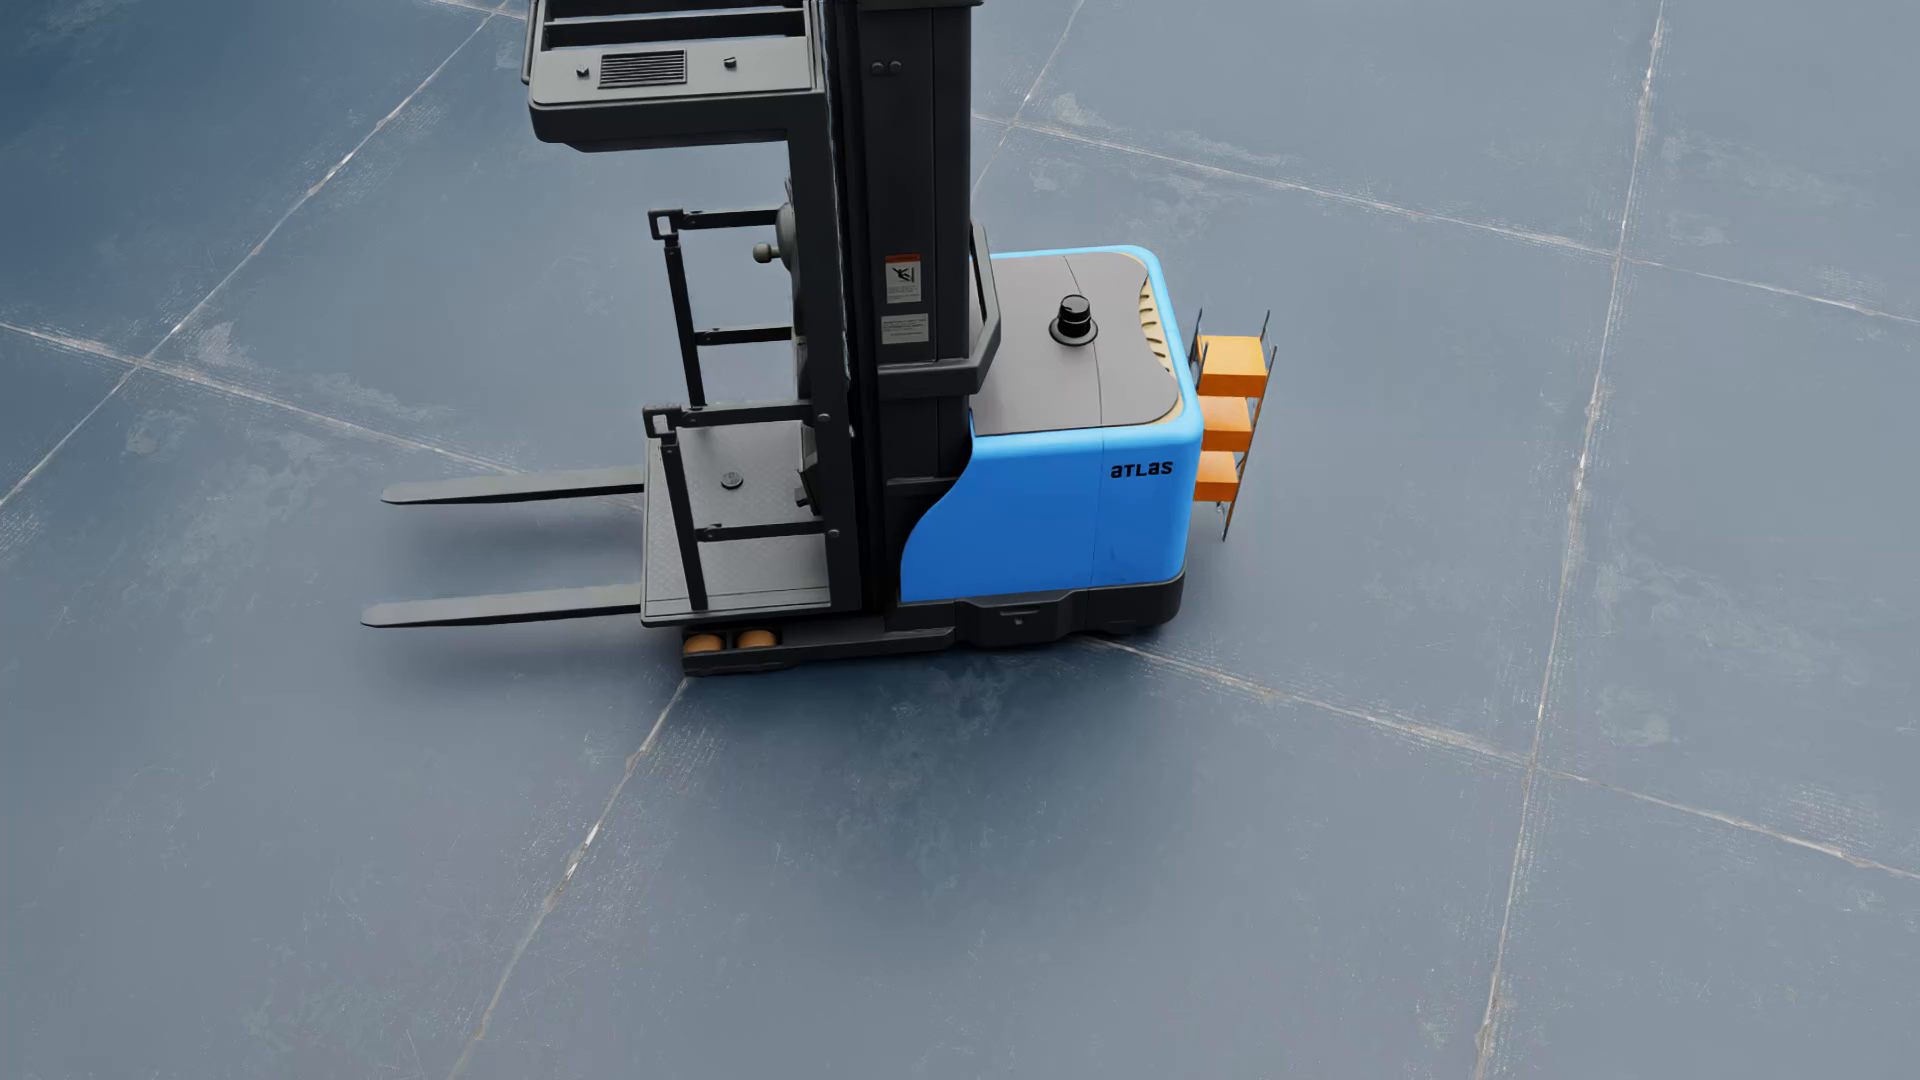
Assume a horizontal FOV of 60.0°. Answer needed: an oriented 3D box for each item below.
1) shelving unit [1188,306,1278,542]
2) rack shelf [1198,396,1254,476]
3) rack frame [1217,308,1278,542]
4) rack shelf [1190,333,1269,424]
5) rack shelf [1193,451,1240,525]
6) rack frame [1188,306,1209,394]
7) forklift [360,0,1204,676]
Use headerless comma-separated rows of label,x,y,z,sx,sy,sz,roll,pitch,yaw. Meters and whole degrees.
shelving unit,0.955,-0.414,6.272,0.252,1.050,0.215,1,49,-3
rack shelf,0.954,-0.407,6.279,0.240,0.259,0.215,1,49,-3
rack frame,1.077,-0.411,6.278,0.008,1.050,0.200,1,49,-3
rack shelf,0.971,-0.592,6.065,0.240,0.259,0.215,1,49,-3
rack shelf,0.939,-0.225,6.489,0.240,0.259,0.215,1,49,-3
rack frame,0.833,-0.417,6.265,0.008,1.050,0.200,1,49,-3
forklift,-0.716,-0.879,5.439,3.031,2.935,1.130,-5,49,-4
